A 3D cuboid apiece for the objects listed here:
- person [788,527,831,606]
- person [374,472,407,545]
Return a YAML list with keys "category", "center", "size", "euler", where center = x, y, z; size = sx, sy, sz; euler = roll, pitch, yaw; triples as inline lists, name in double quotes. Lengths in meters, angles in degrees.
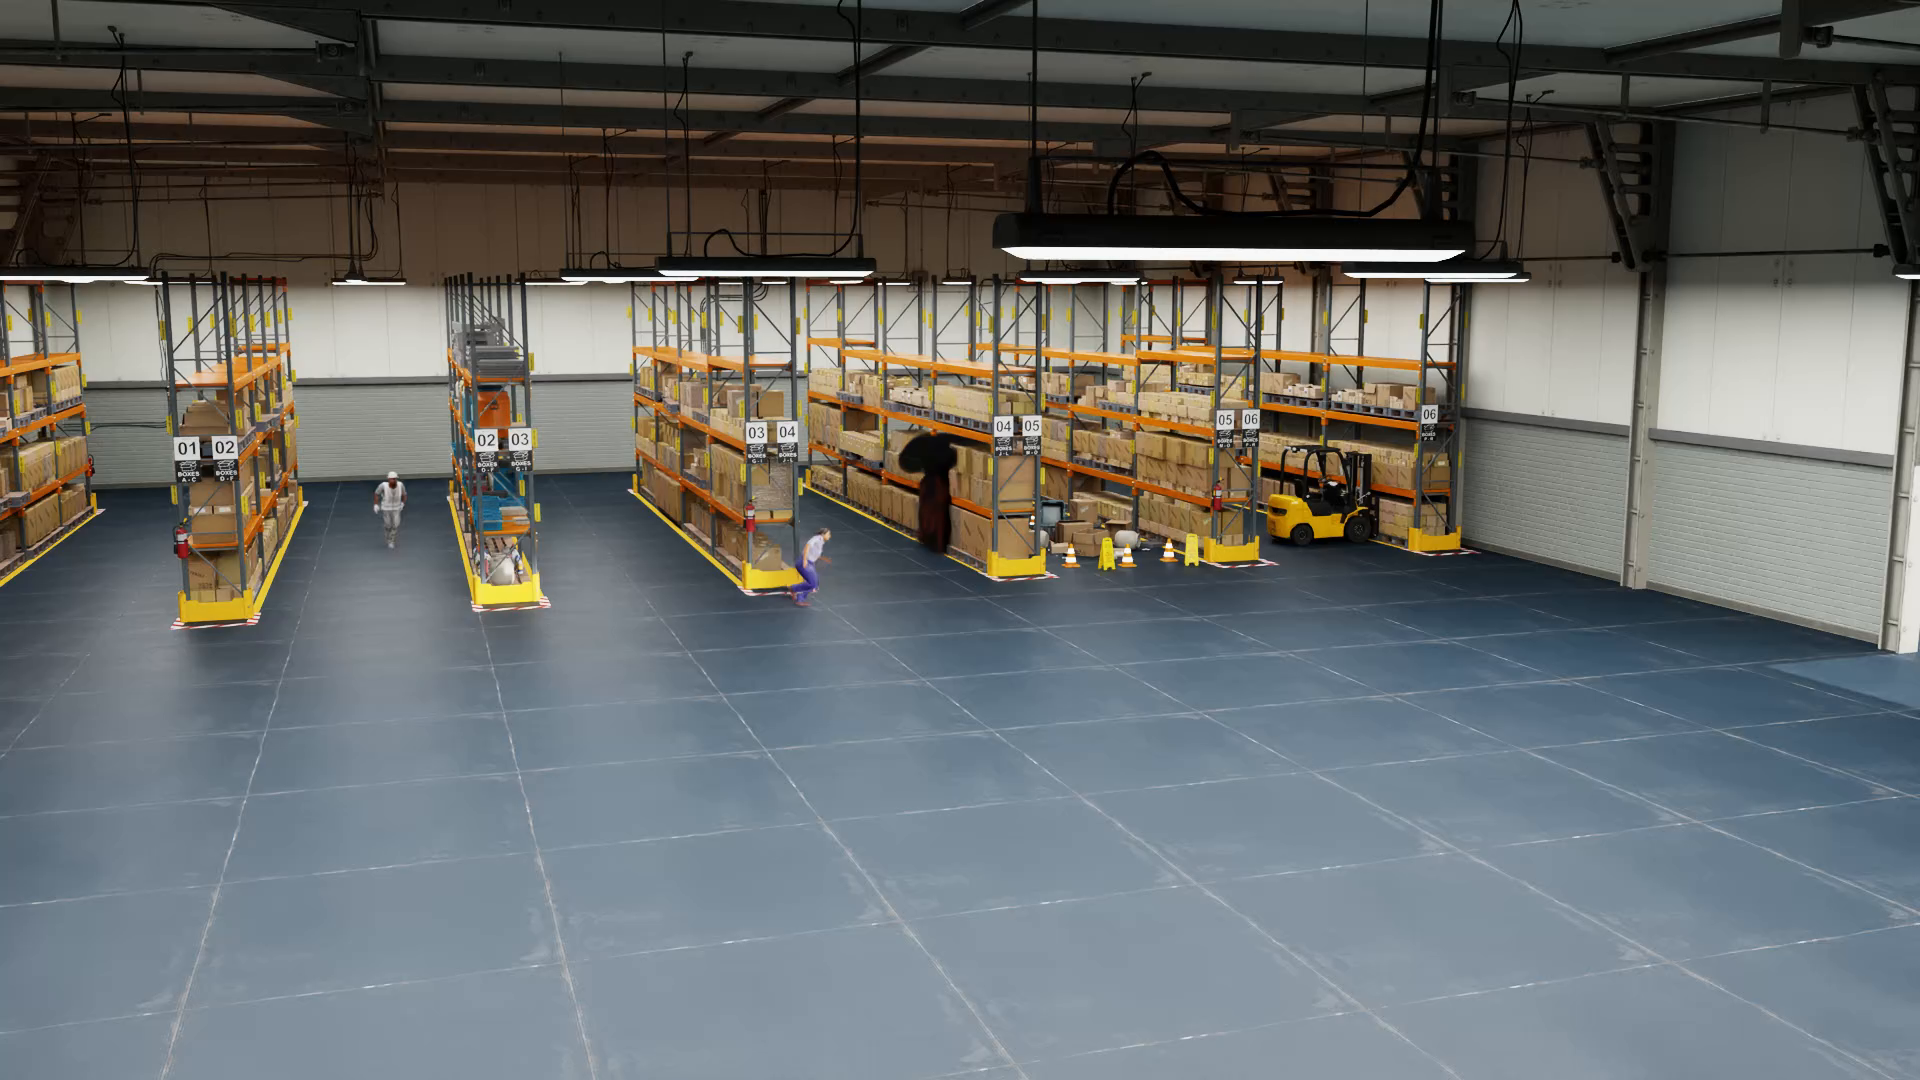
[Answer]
- category: "person"
  center: [-2.727, 0.498, 30.090]
  size: [0.777, 1.449, 0.633]
  euler: [0, 9, 1]
- category: "person"
  center: [-12.618, -0.702, 36.897]
  size: [0.687, 1.651, 0.649]
  euler: [-6, 10, -35]
